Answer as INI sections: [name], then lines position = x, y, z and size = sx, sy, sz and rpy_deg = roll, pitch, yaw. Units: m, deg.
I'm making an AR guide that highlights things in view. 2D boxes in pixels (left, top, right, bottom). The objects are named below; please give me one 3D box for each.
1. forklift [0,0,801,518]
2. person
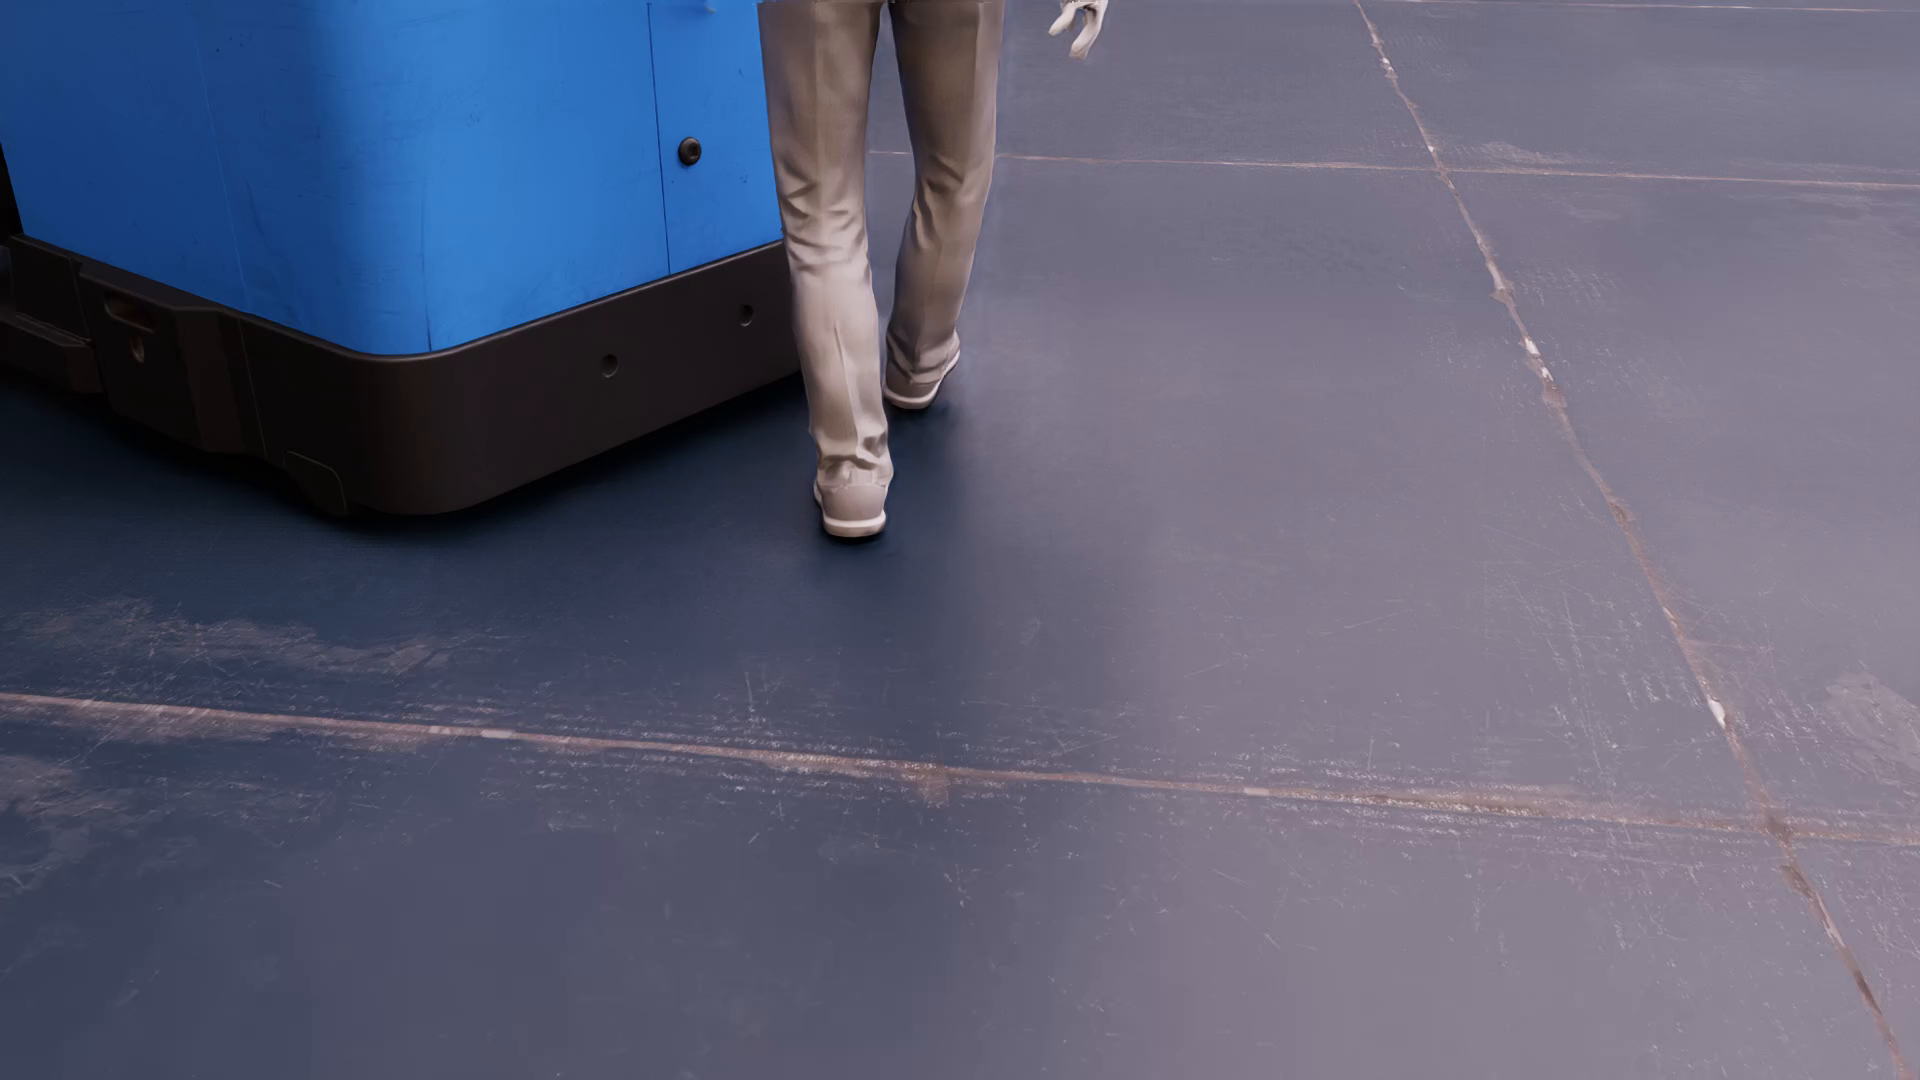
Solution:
[forklift]
position = -1.652, -1.860, 2.945
size = 3.031, 2.935, 1.130
rpy_deg = 19, 32, 33
[person]
position = -0.134, -0.888, 2.458
size = 0.667, 1.635, 0.760
rpy_deg = -2, 27, -5
